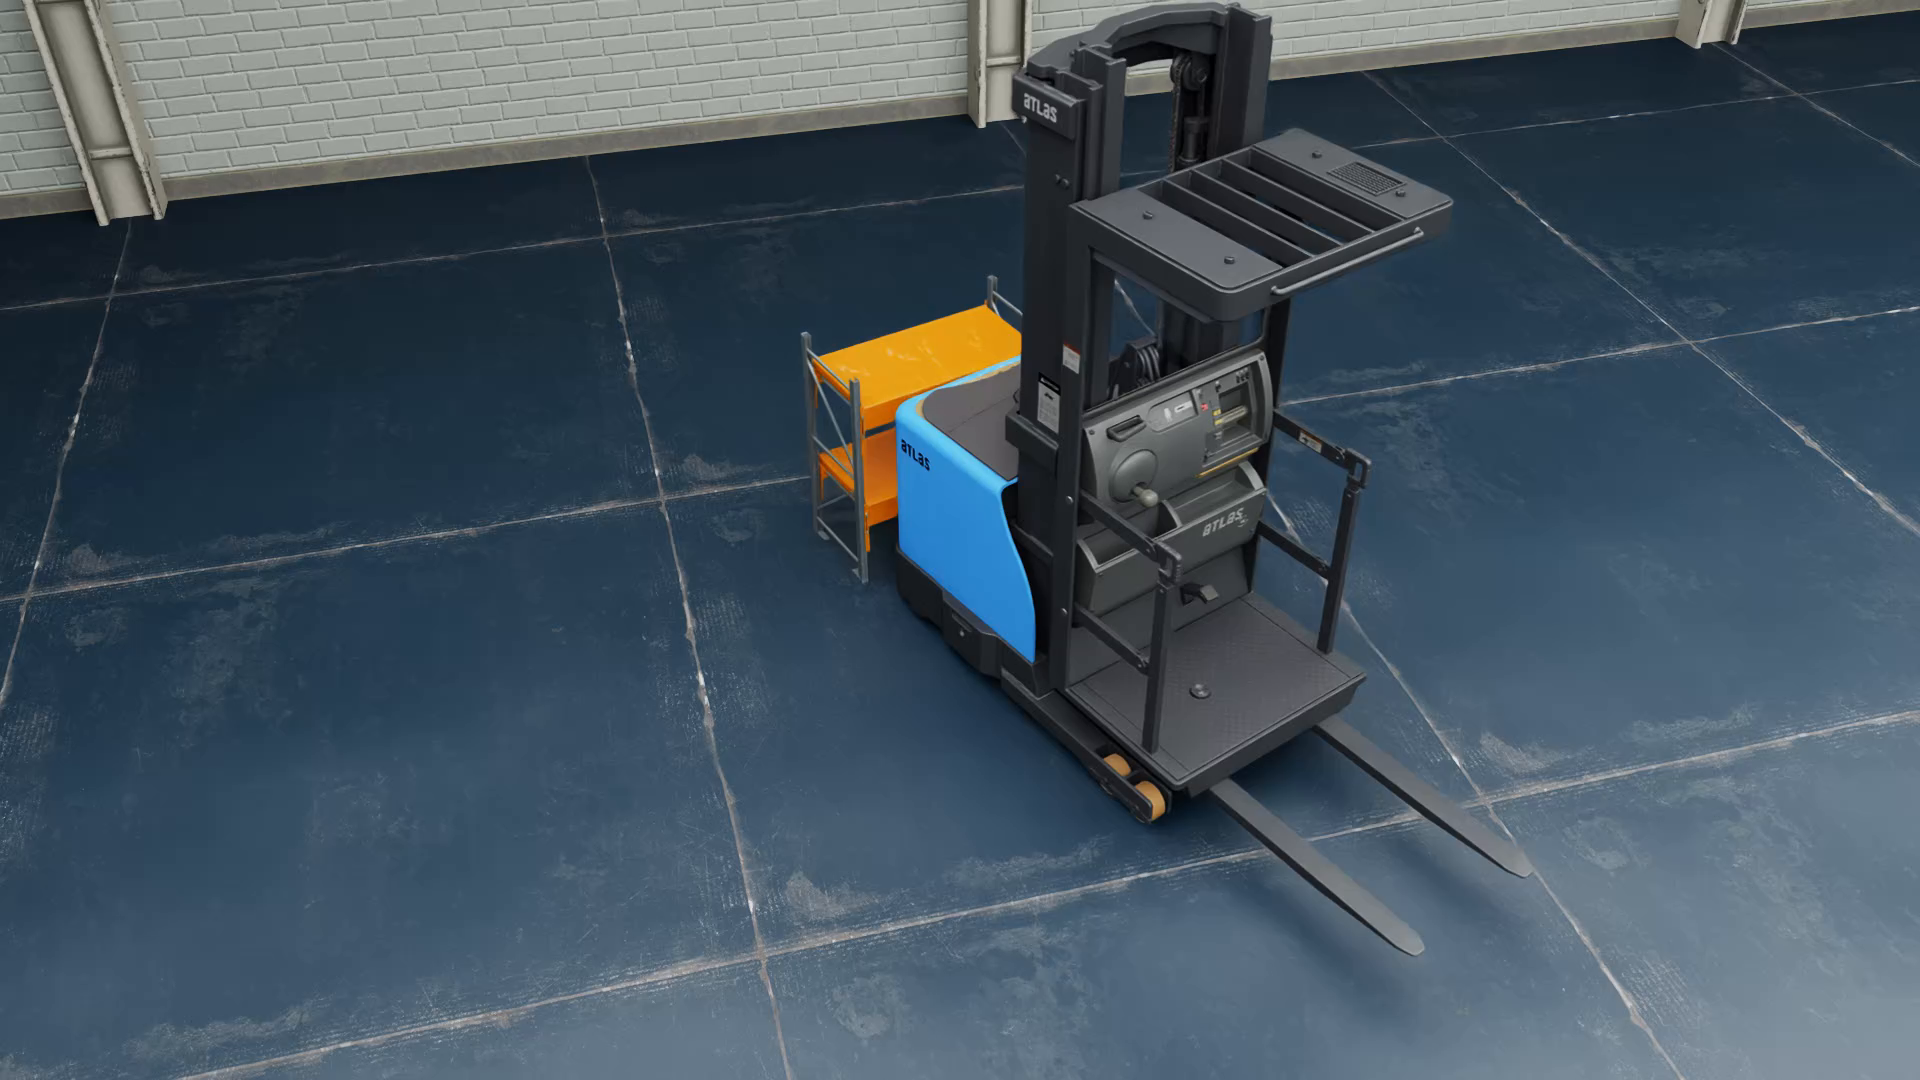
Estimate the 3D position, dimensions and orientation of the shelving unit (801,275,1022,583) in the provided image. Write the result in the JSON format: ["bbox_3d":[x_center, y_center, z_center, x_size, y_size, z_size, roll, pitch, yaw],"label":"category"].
[{"bbox_3d":[-0.154,-0.540,8.009,1.048,1.125,0.538,-21,42,-25],"label":"shelving unit"}]

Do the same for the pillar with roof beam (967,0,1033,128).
[{"bbox_3d":[1.408,-4.186,6.295,0.400,9.000,9.100,-9,38,-12],"label":"pillar with roof beam"}]

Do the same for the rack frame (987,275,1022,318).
[{"bbox_3d":[0.277,-0.704,8.223,0.032,1.125,0.500,-21,42,-25],"label":"rack frame"}]

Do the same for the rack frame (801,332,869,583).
[{"bbox_3d":[-0.584,-0.376,7.794,0.032,1.125,0.500,-21,42,-25],"label":"rack frame"}]

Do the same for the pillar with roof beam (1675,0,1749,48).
[{"bbox_3d":[7.200,-5.136,7.538,0.400,9.000,9.100,-9,38,-12],"label":"pillar with roof beam"}]

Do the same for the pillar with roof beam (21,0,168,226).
[{"bbox_3d":[-4.385,-3.236,5.053,0.400,9.000,9.100,-9,38,-12],"label":"pillar with roof beam"}]

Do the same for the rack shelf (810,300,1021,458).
[{"bbox_3d":[-0.154,-0.772,7.831,1.000,0.278,0.538,-21,42,-25],"label":"rack shelf"}]

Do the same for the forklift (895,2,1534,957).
[{"bbox_3d":[0.984,-0.362,6.290,1.130,2.935,3.031,-24,44,-28],"label":"forklift"}]

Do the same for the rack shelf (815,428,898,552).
[{"bbox_3d":[-0.154,-0.345,8.157,1.000,0.278,0.538,-21,42,-25],"label":"rack shelf"}]
